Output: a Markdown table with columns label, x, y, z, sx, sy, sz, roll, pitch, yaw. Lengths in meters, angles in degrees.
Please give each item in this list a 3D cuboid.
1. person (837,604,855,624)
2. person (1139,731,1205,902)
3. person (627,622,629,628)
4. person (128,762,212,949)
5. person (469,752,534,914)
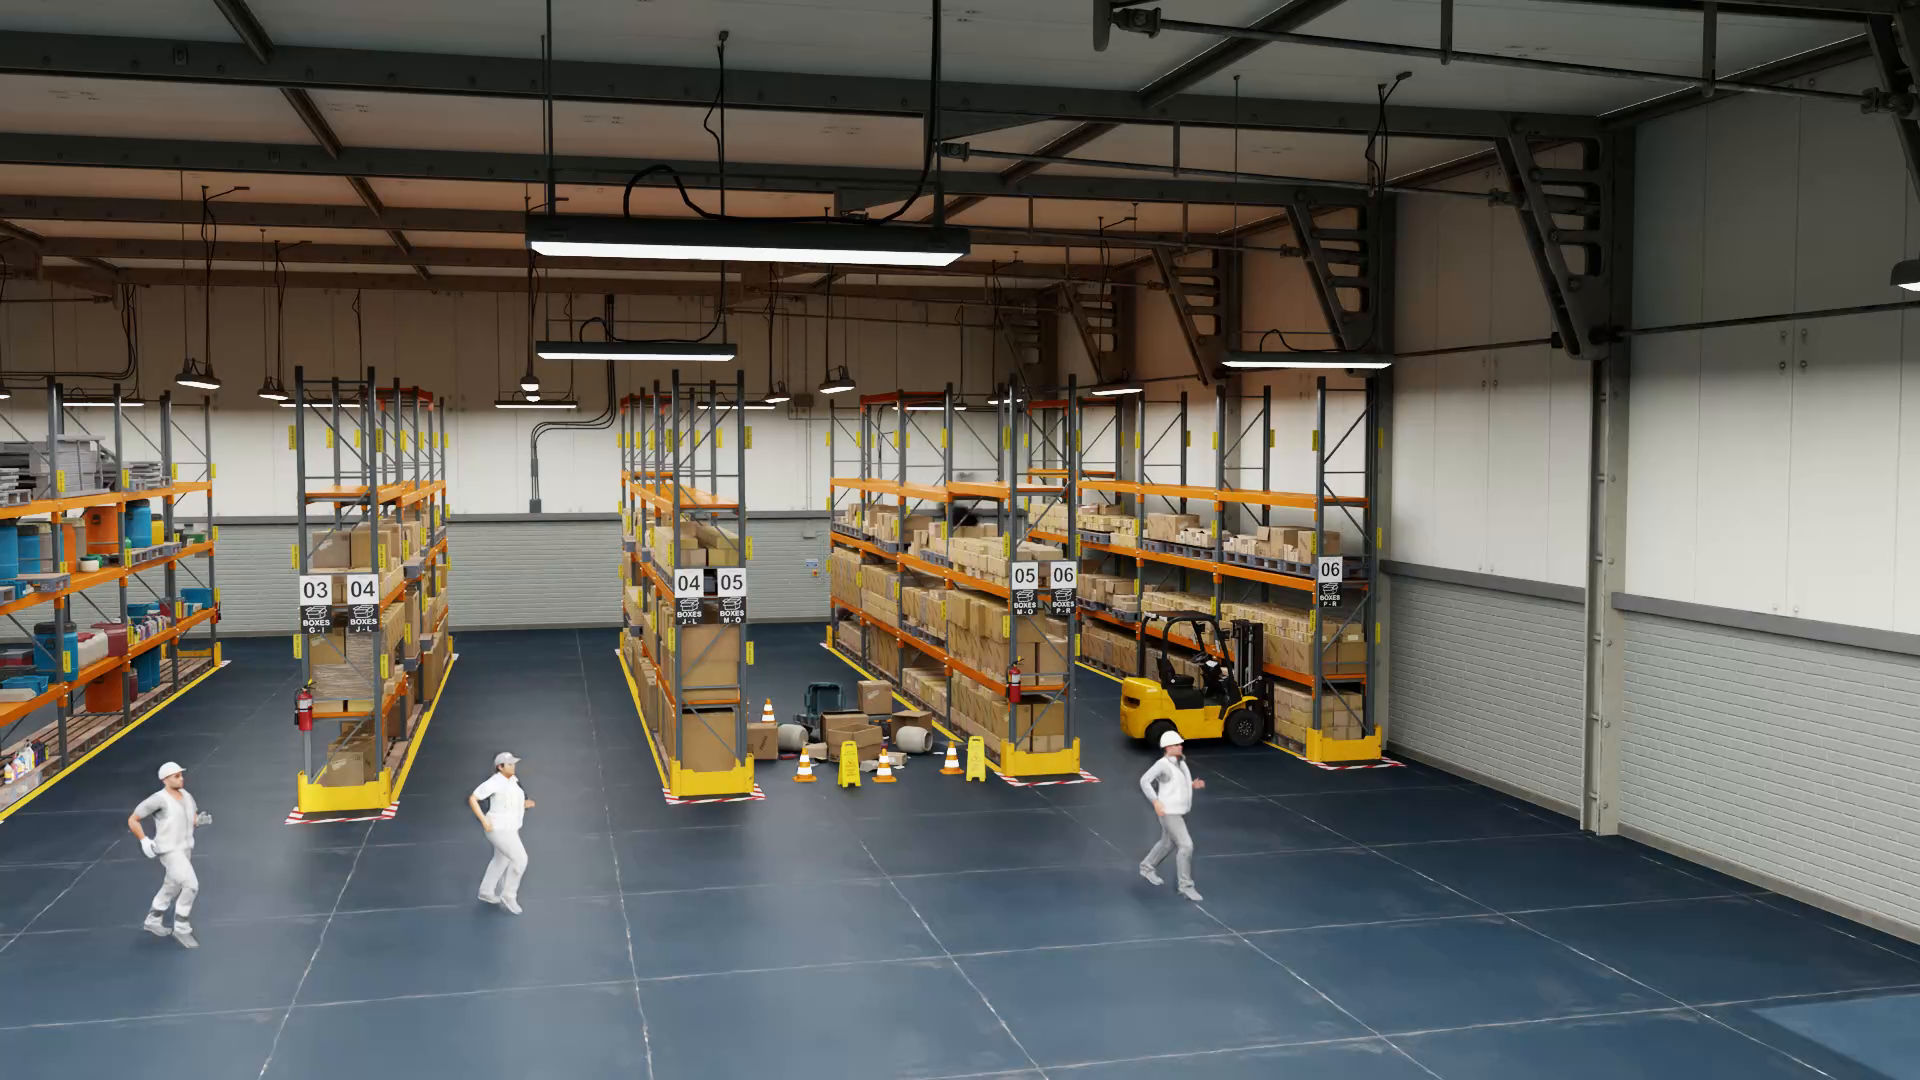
| label | x | y | z | sx | sy | sz | roll | pitch | yaw |
| --- | --- | --- | --- | --- | --- | --- | --- | --- | --- |
| person | -2.880 | 1.662 | 41.793 | 0.700 | 1.696 | 0.793 | 1 | 4 | 21 |
| person | 2.331 | 3.013 | 18.312 | 0.825 | 1.822 | 0.633 | 2 | 4 | 30 |
| person | -7.802 | 1.722 | 40.288 | 0.689 | 1.795 | 0.781 | -1 | 4 | -19 |
| person | -7.793 | 3.122 | 16.493 | 0.774 | 1.846 | 0.643 | 0 | 3 | 7 |
| person | -4.857 | 3.119 | 17.758 | 0.673 | 1.709 | 0.581 | 1 | 3 | 9 |
